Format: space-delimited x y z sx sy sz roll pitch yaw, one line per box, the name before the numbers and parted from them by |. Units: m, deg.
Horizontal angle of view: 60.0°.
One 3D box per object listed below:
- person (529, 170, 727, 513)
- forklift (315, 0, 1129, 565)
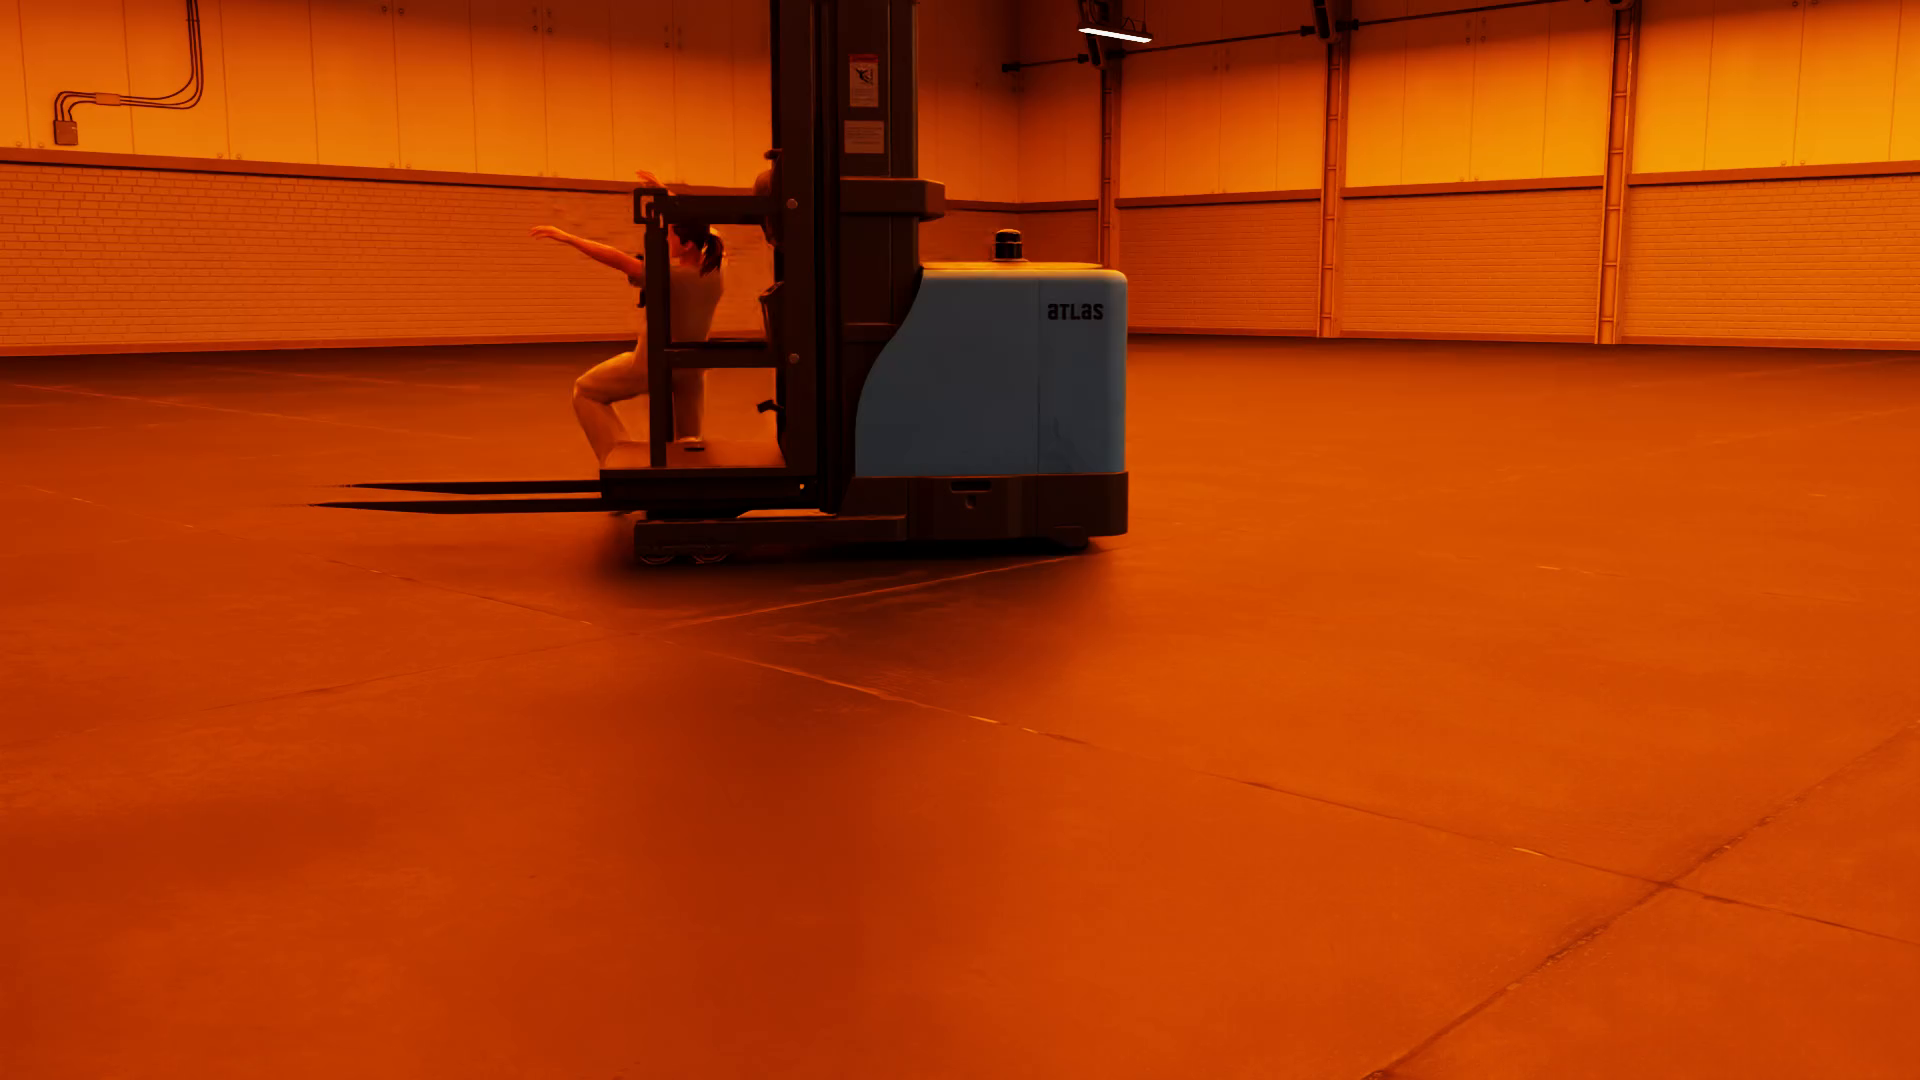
person | -1.514 -0.848 7.284 0.984 1.540 0.810 -7 11 -40
forklift | -0.911 -1.441 6.443 3.031 2.935 1.130 -1 9 -8
